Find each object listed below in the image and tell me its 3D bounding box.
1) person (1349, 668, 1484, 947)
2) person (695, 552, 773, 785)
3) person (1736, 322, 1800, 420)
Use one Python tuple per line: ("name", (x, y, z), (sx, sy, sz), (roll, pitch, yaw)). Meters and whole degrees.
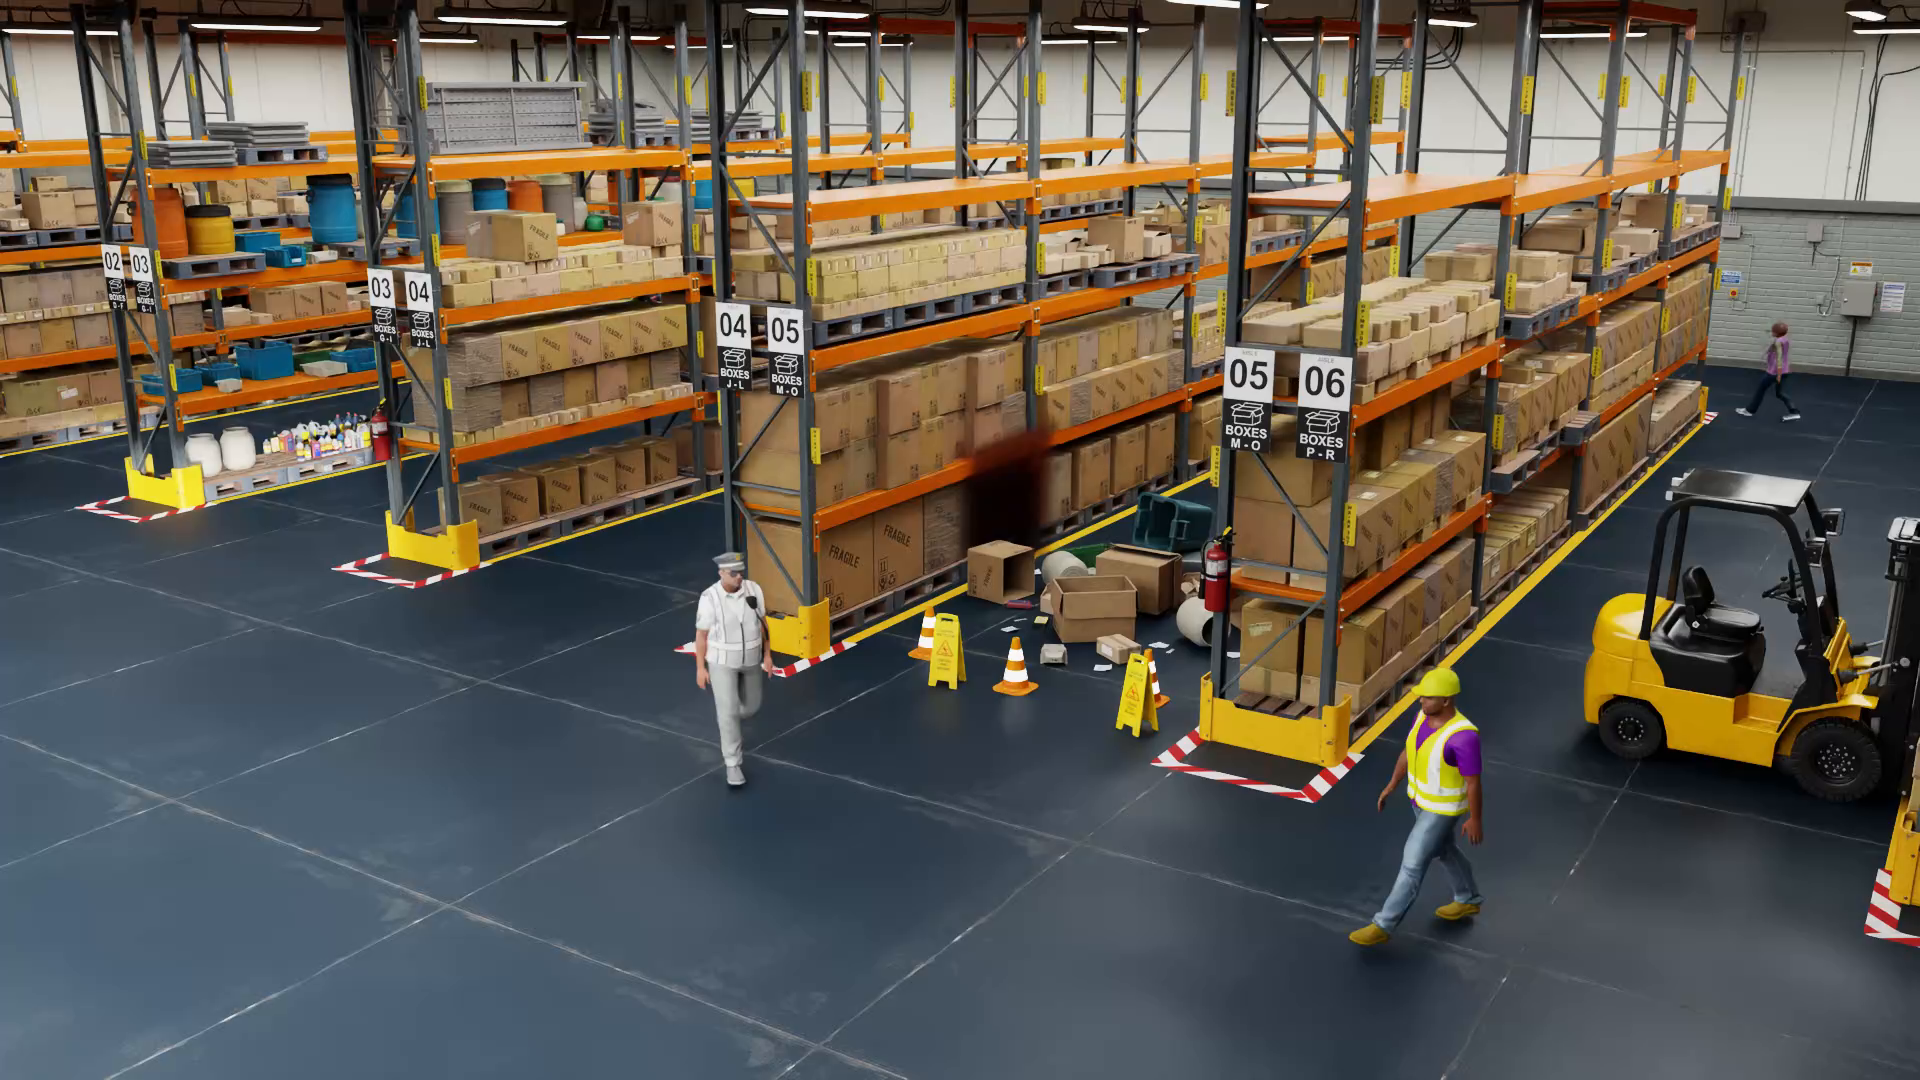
("person", (2.830, 1.597, 10.195), (1.030, 1.705, 0.600), (-3, 16, -12))
("person", (-1.730, 0.902, 12.708), (0.591, 1.729, 0.910), (-9, 18, -29))
("person", (12.608, -2.626, 25.793), (0.393, 1.512, 1.003), (-11, 19, -34))
